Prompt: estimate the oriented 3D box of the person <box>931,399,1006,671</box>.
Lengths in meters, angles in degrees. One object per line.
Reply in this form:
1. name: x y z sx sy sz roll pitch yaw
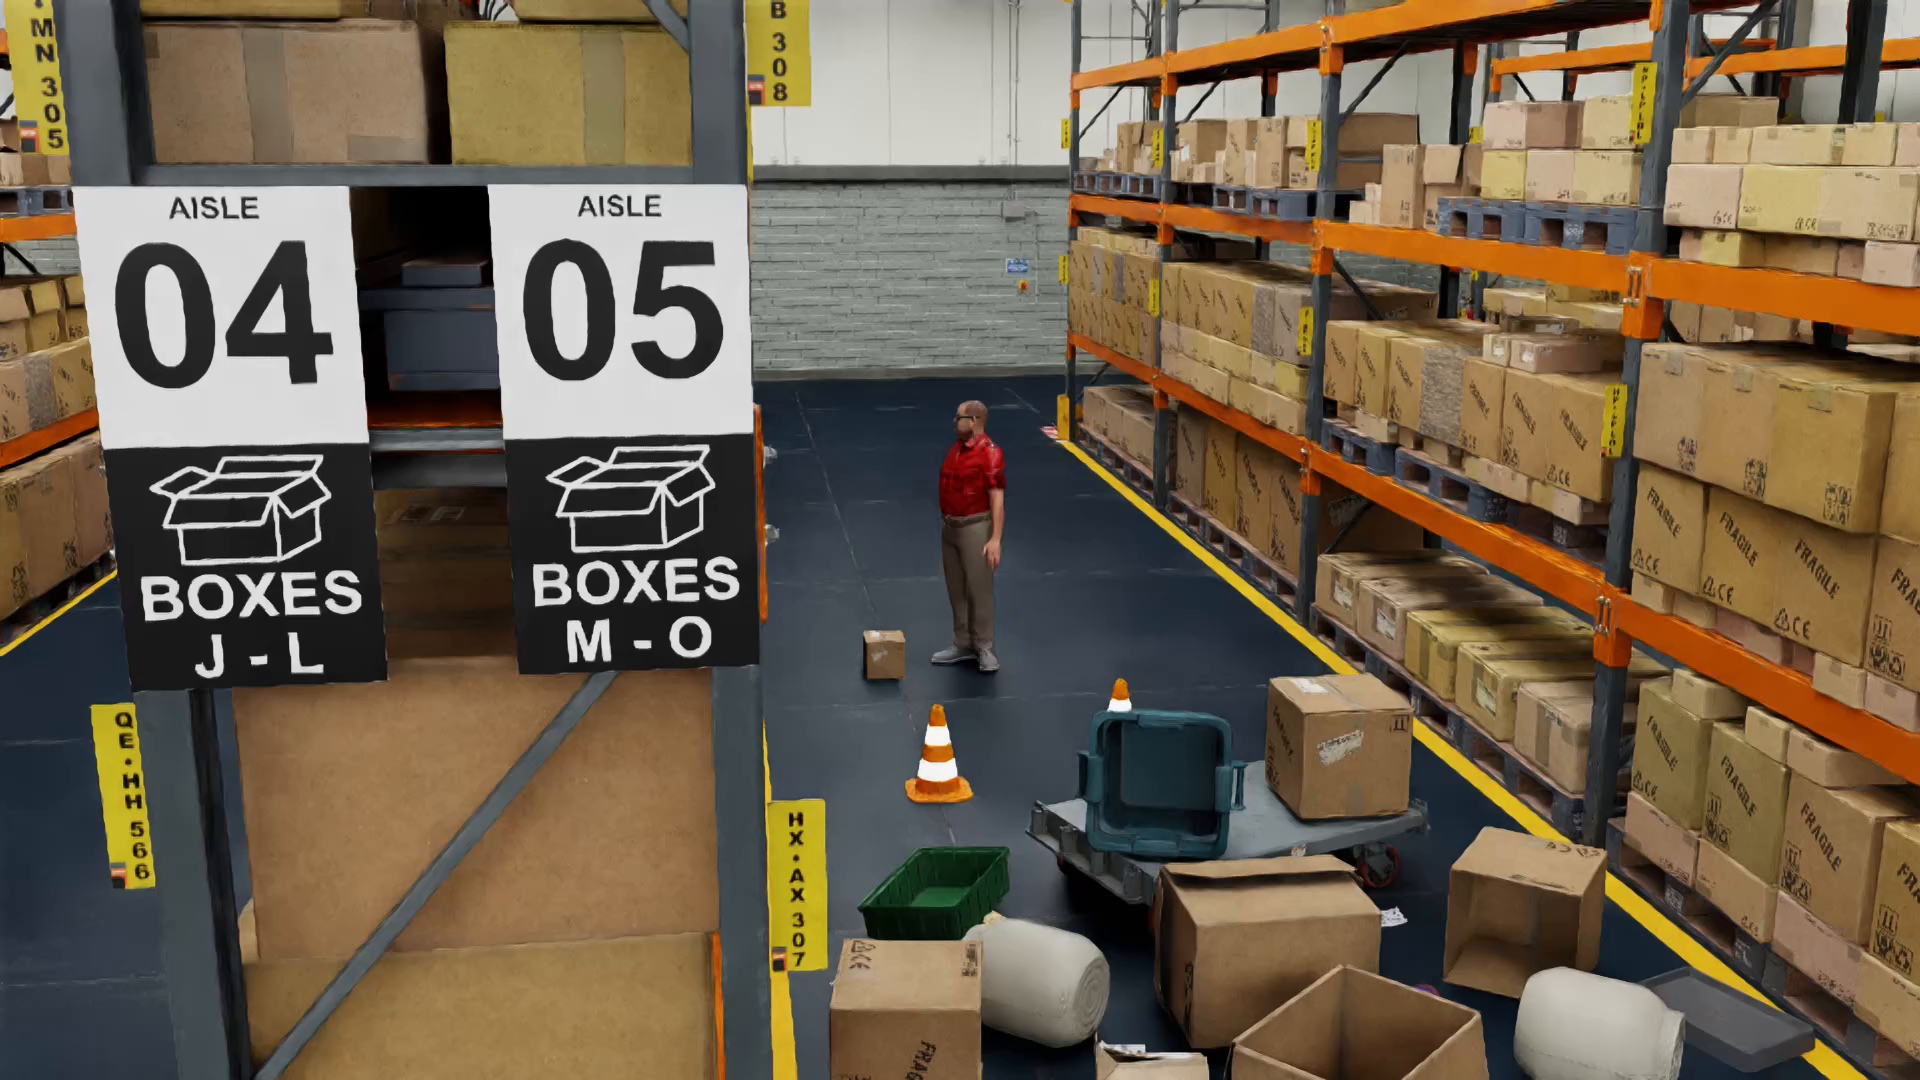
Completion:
1. person: 0.075 -0.026 10.563 0.360 1.730 0.696 -9 16 -34
